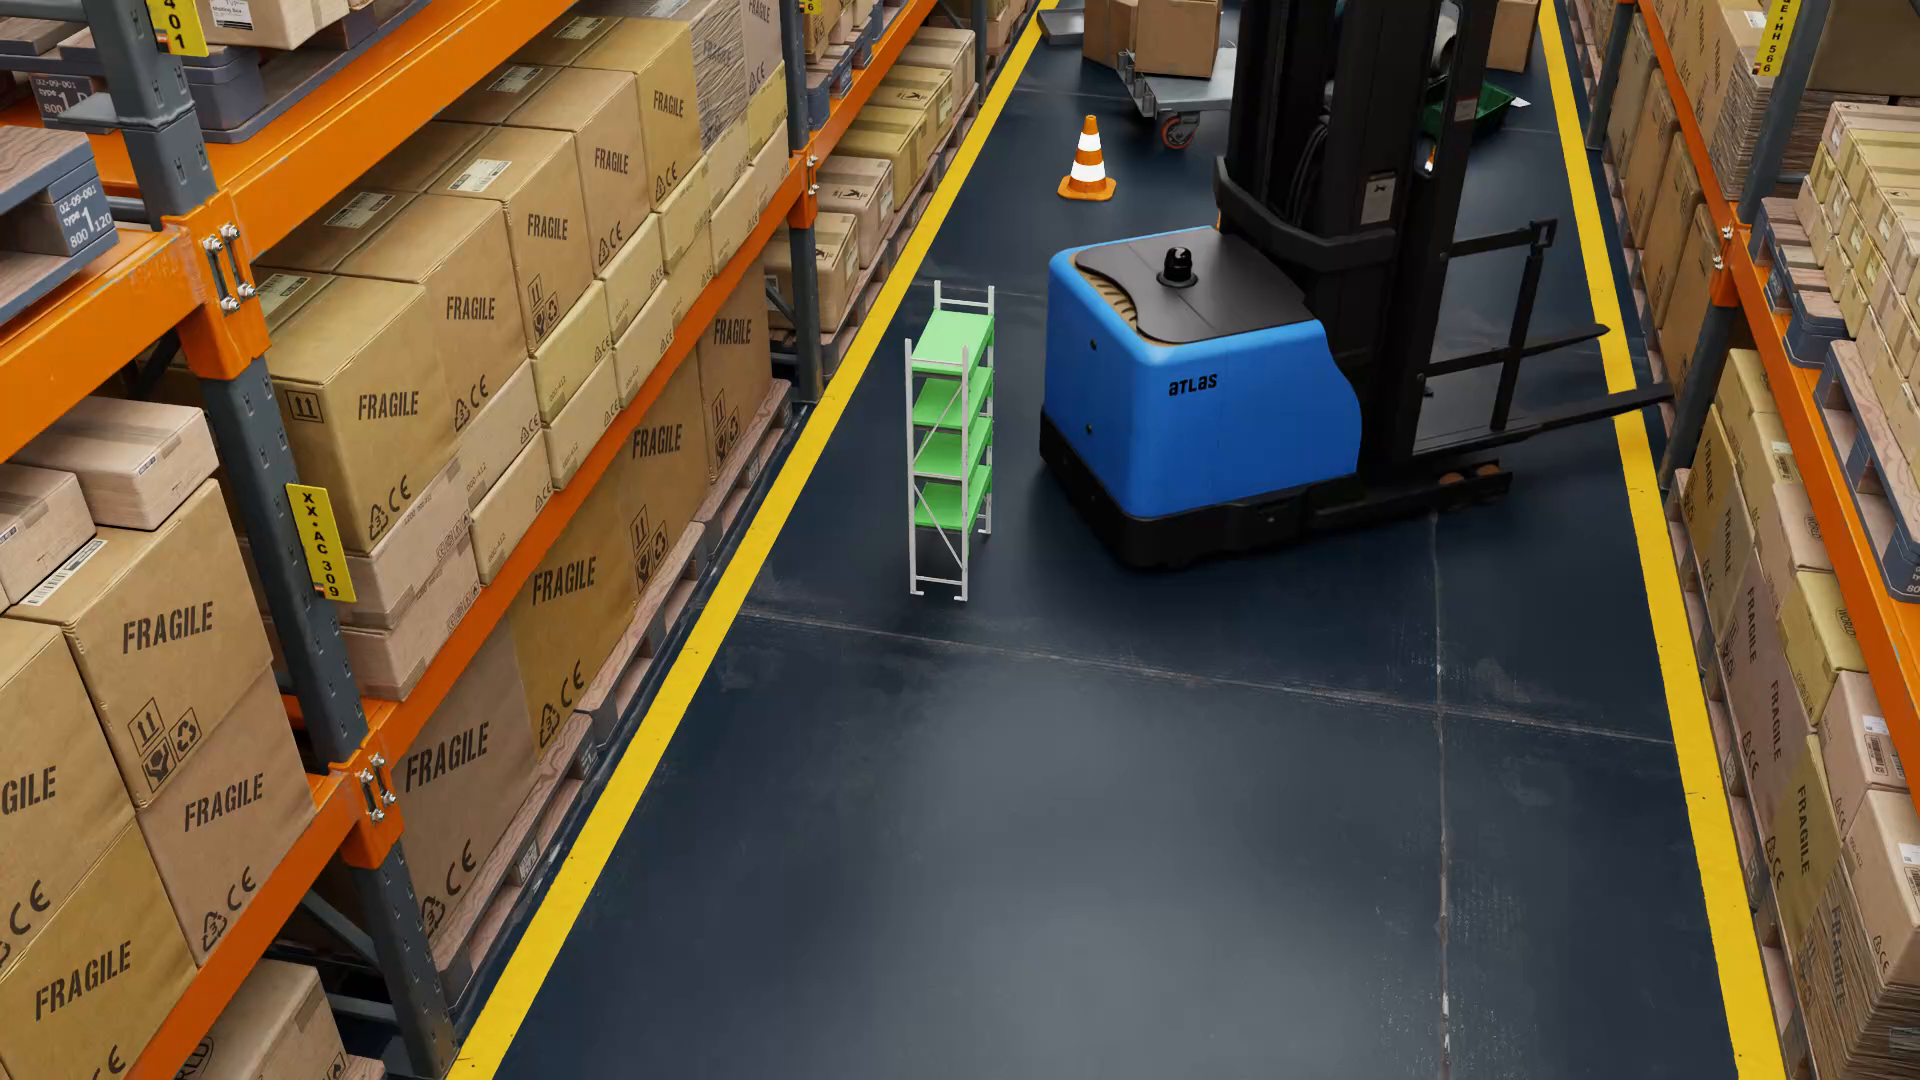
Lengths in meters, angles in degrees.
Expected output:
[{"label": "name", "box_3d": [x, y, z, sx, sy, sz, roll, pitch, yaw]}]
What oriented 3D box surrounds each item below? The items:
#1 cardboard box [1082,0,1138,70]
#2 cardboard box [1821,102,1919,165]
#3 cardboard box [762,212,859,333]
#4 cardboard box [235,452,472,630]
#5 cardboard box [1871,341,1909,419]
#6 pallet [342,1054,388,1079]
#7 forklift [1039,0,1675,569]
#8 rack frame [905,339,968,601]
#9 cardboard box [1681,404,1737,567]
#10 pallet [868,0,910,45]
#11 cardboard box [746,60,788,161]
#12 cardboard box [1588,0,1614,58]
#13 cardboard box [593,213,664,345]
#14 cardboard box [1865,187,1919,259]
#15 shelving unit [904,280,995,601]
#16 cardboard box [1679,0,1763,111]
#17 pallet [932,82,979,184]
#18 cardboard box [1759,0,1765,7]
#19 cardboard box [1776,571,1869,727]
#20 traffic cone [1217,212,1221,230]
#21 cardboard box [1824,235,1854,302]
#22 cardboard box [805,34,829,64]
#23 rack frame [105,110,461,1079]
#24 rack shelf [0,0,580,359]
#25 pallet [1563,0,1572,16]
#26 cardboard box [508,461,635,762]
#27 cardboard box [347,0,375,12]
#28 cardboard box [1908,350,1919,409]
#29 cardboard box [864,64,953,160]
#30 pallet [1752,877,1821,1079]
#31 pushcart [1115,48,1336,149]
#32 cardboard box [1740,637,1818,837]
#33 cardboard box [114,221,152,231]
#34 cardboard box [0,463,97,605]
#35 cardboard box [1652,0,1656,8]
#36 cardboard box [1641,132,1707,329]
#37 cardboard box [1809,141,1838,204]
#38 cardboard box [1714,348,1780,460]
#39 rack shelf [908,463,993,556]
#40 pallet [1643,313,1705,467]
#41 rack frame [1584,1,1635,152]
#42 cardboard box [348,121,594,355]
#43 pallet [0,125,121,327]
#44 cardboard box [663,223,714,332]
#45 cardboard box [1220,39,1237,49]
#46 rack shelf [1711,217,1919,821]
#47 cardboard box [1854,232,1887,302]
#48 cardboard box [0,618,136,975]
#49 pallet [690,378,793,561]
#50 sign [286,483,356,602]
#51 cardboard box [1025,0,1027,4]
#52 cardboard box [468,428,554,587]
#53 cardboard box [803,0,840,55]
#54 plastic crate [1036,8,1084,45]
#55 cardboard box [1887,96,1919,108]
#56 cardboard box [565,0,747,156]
[{"label": "cardboard box", "box_3d": [1.237, -3.695, 11.920, 0.500, 0.500, 0.500, -24, 42, -30]}, {"label": "cardboard box", "box_3d": [3.393, -1.473, 6.075, 0.380, 0.149, 0.250, 7, 37, 10]}, {"label": "cardboard box", "box_3d": [-1.045, -1.398, 8.504, 0.950, 0.372, 0.625, 5, 36, 7]}, {"label": "cardboard box", "box_3d": [-1.661, -0.035, 4.444, 0.500, 0.250, 0.500, 6, 36, 9]}, {"label": "cardboard box", "box_3d": [3.108, -0.483, 5.217, 0.380, 0.149, 0.250, 8, 37, 11]}, {"label": "pallet", "box_3d": [-2.269, 1.879, 4.477, 1.003, 0.211, 1.213, 7, 37, 10]}, {"label": "forklift", "box_3d": [1.939, -1.597, 6.955, 3.031, 2.935, 1.130, -12, 38, -17]}, {"label": "rack frame", "box_3d": [-0.087, -0.251, 6.574, 0.240, 1.200, 0.015, 7, 37, 10]}, {"label": "cardboard box", "box_3d": [3.281, -0.191, 6.730, 0.500, 0.500, 0.500, 6, 36, 8]}, {"label": "pallet", "box_3d": [-0.793, -3.032, 9.040, 1.003, 0.211, 1.213, 7, 37, 10]}, {"label": "cardboard box", "box_3d": [-1.031, -1.801, 6.881, 0.500, 0.250, 0.500, 7, 37, 10]}, {"label": "cardboard box", "box_3d": [4.928, -3.879, 11.498, 0.875, 0.875, 0.875, 8, 37, 10]}, {"label": "cardboard box", "box_3d": [-1.337, -0.913, 5.656, 0.500, 0.250, 0.500, 6, 36, 9]}, {"label": "cardboard box", "box_3d": [3.225, -1.029, 5.463, 0.380, 0.149, 0.250, 6, 36, 8]}, {"label": "shelving unit", "box_3d": [-0.035, -0.391, 6.767, 0.258, 1.200, 0.503, 7, 37, 10]}, {"label": "cardboard box", "box_3d": [3.730, -2.311, 7.798, 0.500, 0.500, 0.500, 7, 36, 9]}, {"label": "pallet", "box_3d": [-0.486, -2.687, 10.777, 1.003, 0.211, 1.213, 7, 37, 10]}, {"label": "cardboard box", "box_3d": [4.002, -2.693, 7.472, 0.700, 0.500, 0.500, 7, 36, 9]}, {"label": "cardboard box", "box_3d": [2.961, 0.368, 5.319, 0.500, 0.250, 0.500, 6, 36, 8]}, {"label": "traffic cone", "box_3d": [1.697, -2.057, 9.694, 0.336, 0.463, 0.334, 7, 37, 10]}, {"label": "cardboard box", "box_3d": [3.274, -0.935, 5.841, 0.380, 0.149, 0.250, 9, 37, 12]}, {"label": "cardboard box", "box_3d": [-0.831, -2.358, 7.804, 0.380, 0.149, 0.250, 5, 36, 7]}, {"label": "rack frame", "box_3d": [-2.030, 0.324, 4.247, 1.000, 3.000, 0.127, 7, 37, 10]}, {"label": "rack shelf", "box_3d": [-1.603, -1.746, 5.160, 1.077, 0.370, 4.000, 7, 37, 10]}, {"label": "pallet", "box_3d": [5.296, -4.396, 13.135, 1.003, 0.211, 1.213, 7, 37, 10]}, {"label": "cardboard box", "box_3d": [-1.790, 0.130, 5.967, 0.875, 0.875, 0.875, 8, 37, 11]}, {"label": "cardboard box", "box_3d": [-1.558, -1.570, 3.861, 0.500, 0.500, 0.500, 7, 36, 9]}, {"label": "cardboard box", "box_3d": [3.055, -0.450, 4.917, 0.380, 0.149, 0.250, 9, 37, 12]}, {"label": "cardboard box", "box_3d": [-0.581, -2.655, 10.238, 0.950, 0.372, 0.625, 10, 37, 13]}, {"label": "pallet", "box_3d": [2.992, 1.569, 4.905, 1.003, 0.211, 1.213, 7, 37, 10]}, {"label": "pushcart", "box_3d": [1.917, -2.944, 10.990, 1.648, 0.377, 0.936, -5, 36, -6]}, {"label": "cardboard box", "box_3d": [2.963, 0.685, 5.521, 0.500, 0.500, 0.500, 7, 36, 9]}, {"label": "cardboard box", "box_3d": [-2.077, -0.707, 4.732, 0.500, 0.500, 0.500, 8, 37, 11]}, {"label": "cardboard box", "box_3d": [-1.947, -0.030, 3.245, 0.380, 0.149, 0.250, 8, 37, 11]}, {"label": "cardboard box", "box_3d": [4.054, -3.183, 9.001, 0.500, 0.500, 0.500, 8, 37, 10]}, {"label": "cardboard box", "box_3d": [4.083, -1.505, 8.330, 1.050, 0.750, 0.750, 8, 37, 11]}, {"label": "cardboard box", "box_3d": [3.382, -1.344, 6.151, 0.380, 0.149, 0.250, 9, 37, 12]}, {"label": "cardboard box", "box_3d": [3.298, -0.503, 6.522, 0.500, 0.250, 0.500, 6, 36, 8]}, {"label": "rack shelf", "box_3d": [-0.035, -0.145, 6.945, 0.258, 0.148, 0.480, 7, 37, 10]}, {"label": "pallet", "box_3d": [3.924, -0.720, 8.064, 1.003, 0.211, 1.213, 7, 37, 10]}, {"label": "rack frame", "box_3d": [4.536, -3.700, 9.799, 1.000, 3.000, 0.127, 7, 37, 10]}, {"label": "cardboard box", "box_3d": [-1.464, -0.920, 5.026, 0.500, 0.500, 0.500, 6, 36, 9]}, {"label": "pallet", "box_3d": [-2.215, -0.387, 2.747, 1.003, 0.211, 1.213, 7, 37, 10]}, {"label": "cardboard box", "box_3d": [-1.247, -1.005, 6.208, 0.500, 0.250, 0.500, 7, 37, 9]}, {"label": "cardboard box", "box_3d": [1.949, -3.353, 11.651, 0.258, 0.266, 0.396, -17, 39, -22]}, {"label": "rack shelf", "box_3d": [3.255, 0.031, 5.264, 1.077, 0.370, 4.000, 7, 37, 10]}, {"label": "cardboard box", "box_3d": [3.219, -0.890, 5.524, 0.380, 0.149, 0.250, 7, 37, 10]}, {"label": "cardboard box", "box_3d": [-1.977, 0.474, 3.103, 0.500, 0.500, 0.500, 7, 36, 9]}, {"label": "pallet", "box_3d": [-1.418, -0.398, 7.619, 1.003, 0.211, 1.213, 7, 37, 10]}, {"label": "sign", "box_3d": [-1.488, 0.010, 3.875, 0.100, 0.325, 0.005, 7, 37, 10]}, {"label": "cardboard box", "box_3d": [0.282, -4.235, 12.523, 0.500, 0.250, 0.500, 7, 36, 9]}, {"label": "cardboard box", "box_3d": [-1.569, -0.131, 5.003, 0.500, 0.250, 0.500, 6, 36, 9]}, {"label": "cardboard box", "box_3d": [-0.853, -2.529, 7.487, 0.500, 0.500, 0.500, 6, 36, 9]}, {"label": "plastic crate", "box_3d": [0.815, -3.878, 12.532, 0.402, 0.080, 0.583, -5, 36, -6]}, {"label": "cardboard box", "box_3d": [4.041, -1.671, 6.914, 0.500, 0.500, 0.500, 8, 37, 10]}, {"label": "cardboard box", "box_3d": [-1.132, -1.790, 6.227, 0.500, 0.500, 0.500, 8, 37, 11]}]
